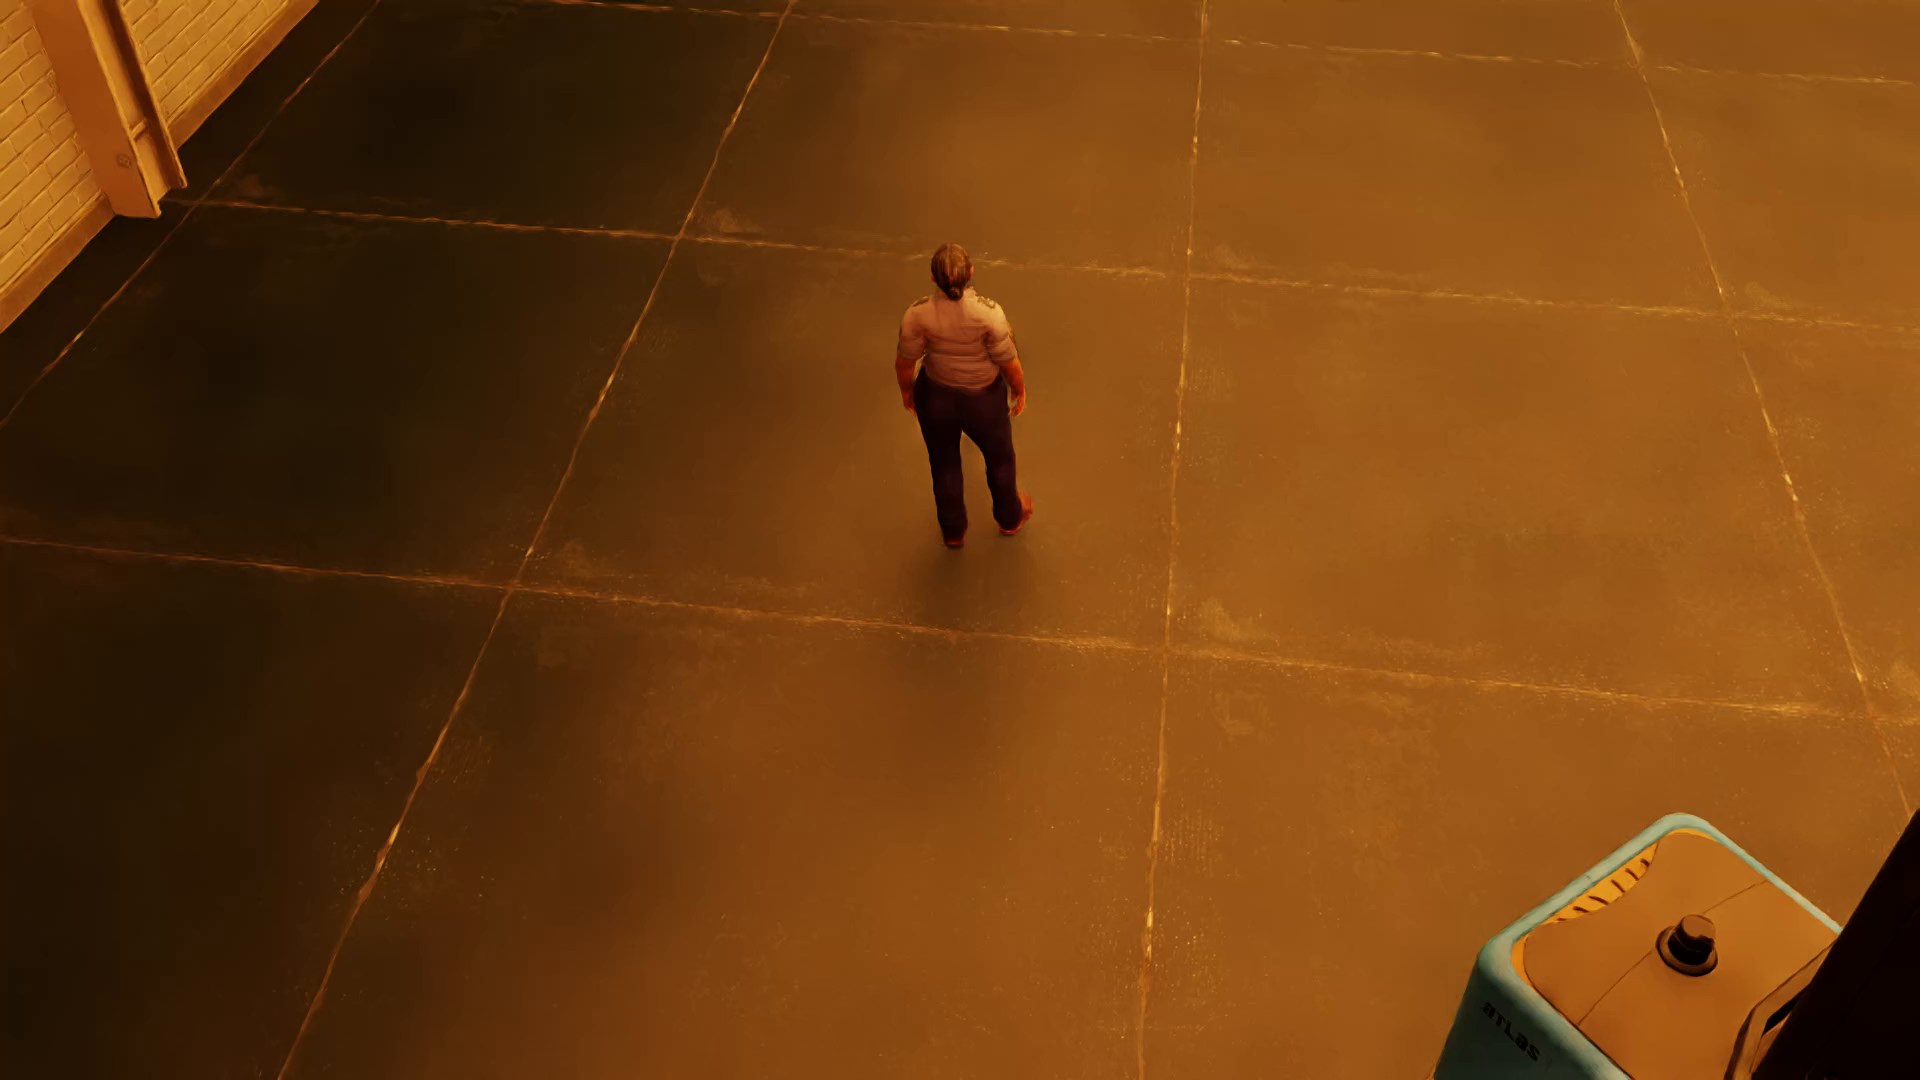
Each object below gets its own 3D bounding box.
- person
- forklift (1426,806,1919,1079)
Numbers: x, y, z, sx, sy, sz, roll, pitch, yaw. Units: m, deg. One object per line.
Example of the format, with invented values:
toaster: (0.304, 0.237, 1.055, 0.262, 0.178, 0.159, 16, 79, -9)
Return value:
person: (0.034, -0.670, 7.392, 0.599, 1.650, 0.502, 5, 43, 6)
forklift: (2.791, 1.574, 4.011, 1.130, 2.935, 3.031, -25, 48, -25)
